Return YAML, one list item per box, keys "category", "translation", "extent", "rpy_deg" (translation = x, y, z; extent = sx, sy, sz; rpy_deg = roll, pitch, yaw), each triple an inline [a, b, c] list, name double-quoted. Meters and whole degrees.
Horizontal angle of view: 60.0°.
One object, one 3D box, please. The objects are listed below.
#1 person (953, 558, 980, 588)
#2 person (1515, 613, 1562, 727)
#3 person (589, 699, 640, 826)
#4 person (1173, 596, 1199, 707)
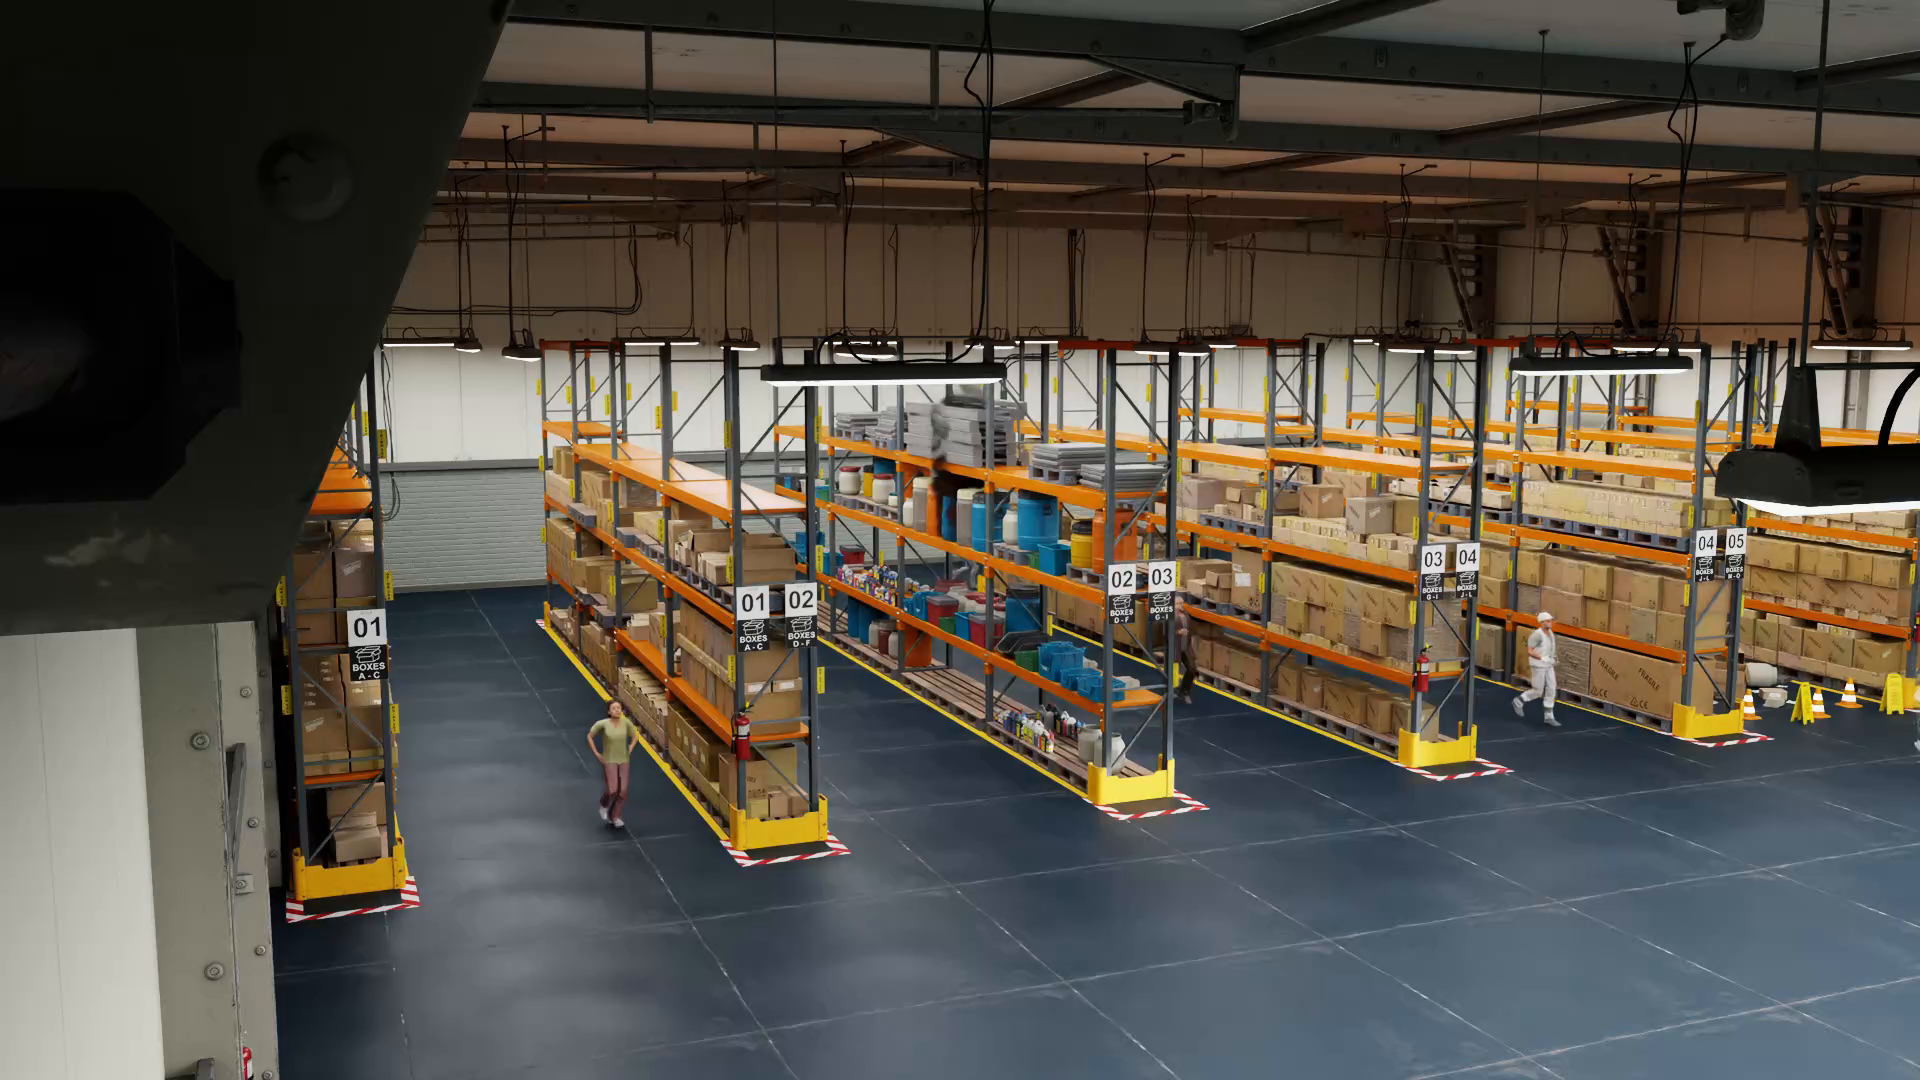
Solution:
- category: "person"
  translation: [0.185, 0.300, 39.895]
  extent: [0.710, 1.759, 0.674]
  rpy_deg: [-1, 8, -10]
- category: "person"
  translation: [9.238, 2.034, 26.384]
  extent: [0.685, 1.782, 0.786]
  rpy_deg: [-6, 9, -36]
- category: "person"
  translation: [-4.297, 2.802, 20.870]
  extent: [0.620, 1.644, 0.541]
  rpy_deg: [-4, 8, -28]
- category: "person"
  translation: [3.682, 1.853, 27.729]
  extent: [0.689, 1.843, 0.812]
  rpy_deg: [-3, 8, -23]
